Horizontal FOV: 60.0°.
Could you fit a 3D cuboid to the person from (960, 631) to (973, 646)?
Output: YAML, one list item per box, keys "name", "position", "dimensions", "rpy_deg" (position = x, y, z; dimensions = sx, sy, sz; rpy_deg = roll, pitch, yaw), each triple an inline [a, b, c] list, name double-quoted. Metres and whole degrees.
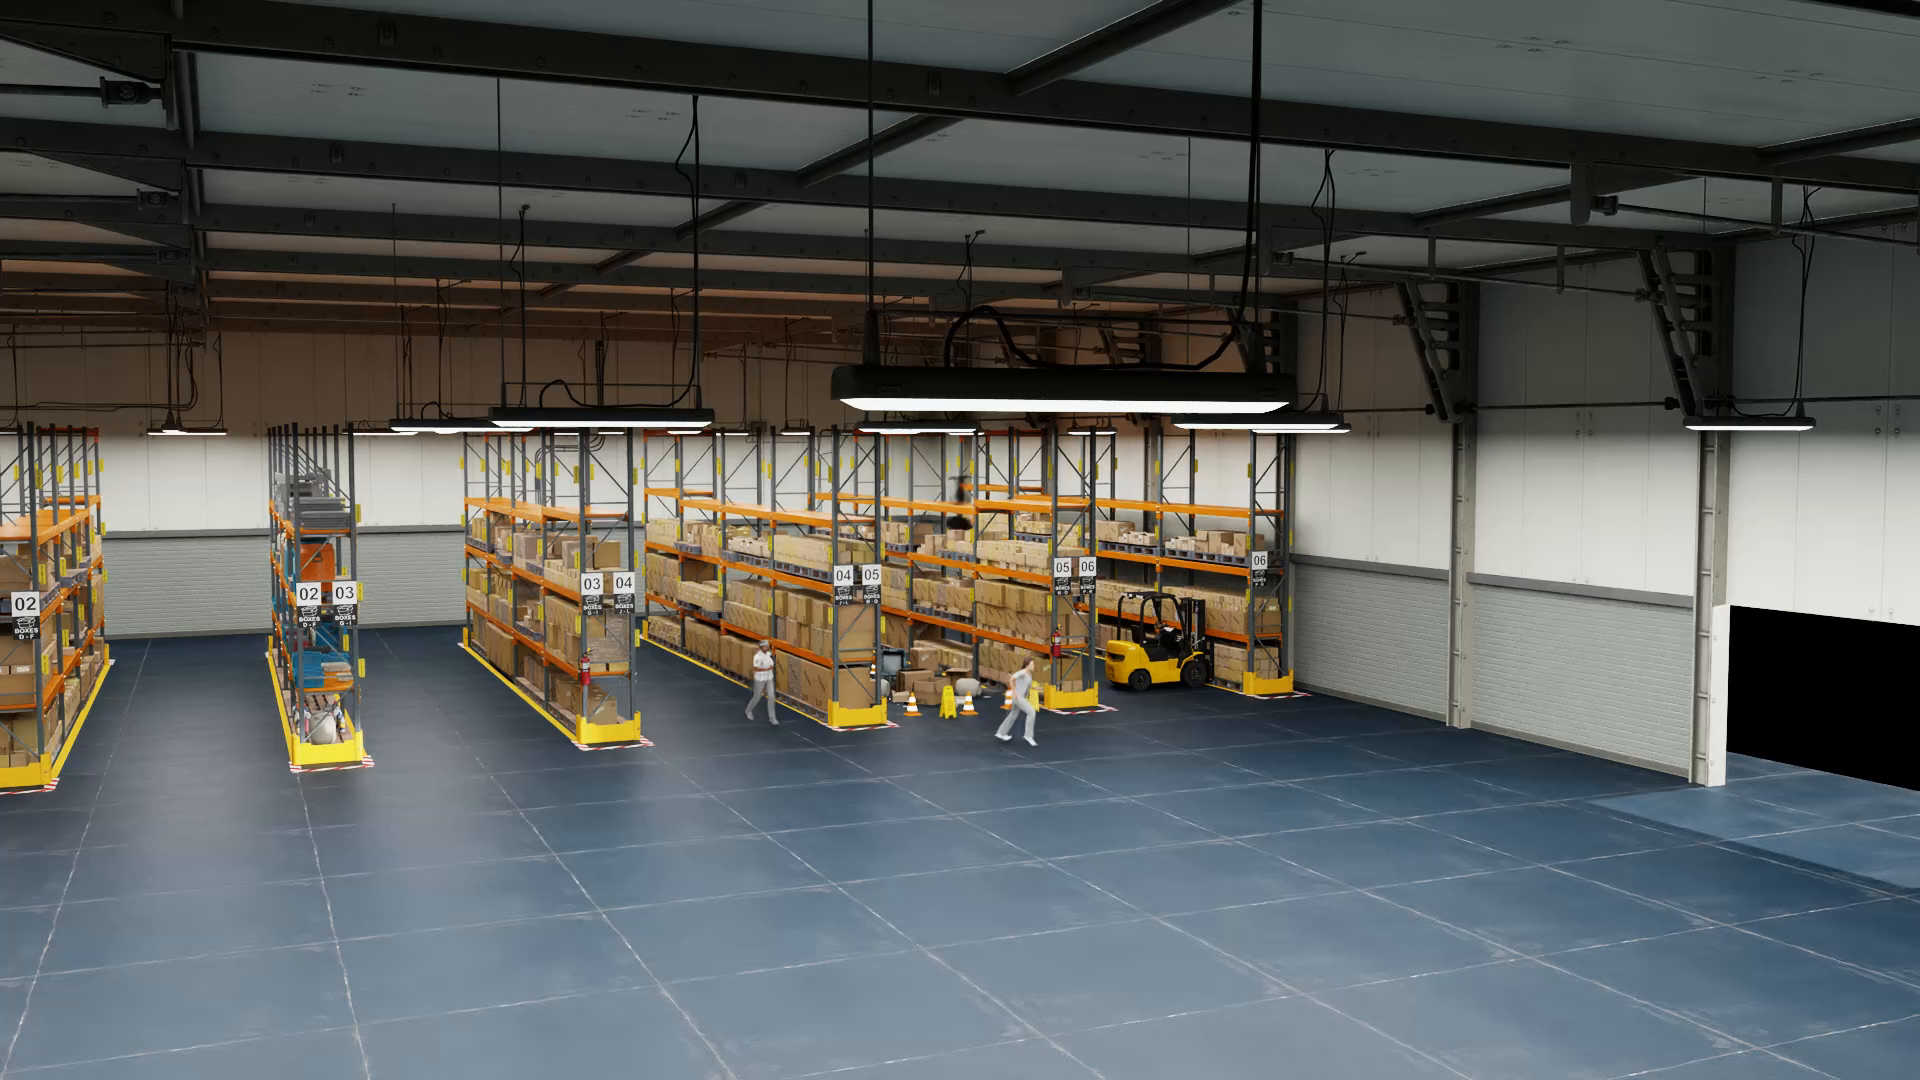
- name: "person"
  position: [0.222, 2.160, 44.917]
  dimensions: [0.555, 1.706, 0.816]
  rpy_deg: [-1, 4, -23]

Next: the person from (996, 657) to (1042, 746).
- name: "person"
  position: [1.079, 3.018, 31.166]
  dimensions: [0.880, 1.657, 0.582]
  rpy_deg: [1, 4, 19]

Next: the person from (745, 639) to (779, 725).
- name: "person"
  position: [-3.957, 2.816, 33.308]
  dimensions: [0.929, 1.699, 0.566]
  rpy_deg: [3, 5, 44]
